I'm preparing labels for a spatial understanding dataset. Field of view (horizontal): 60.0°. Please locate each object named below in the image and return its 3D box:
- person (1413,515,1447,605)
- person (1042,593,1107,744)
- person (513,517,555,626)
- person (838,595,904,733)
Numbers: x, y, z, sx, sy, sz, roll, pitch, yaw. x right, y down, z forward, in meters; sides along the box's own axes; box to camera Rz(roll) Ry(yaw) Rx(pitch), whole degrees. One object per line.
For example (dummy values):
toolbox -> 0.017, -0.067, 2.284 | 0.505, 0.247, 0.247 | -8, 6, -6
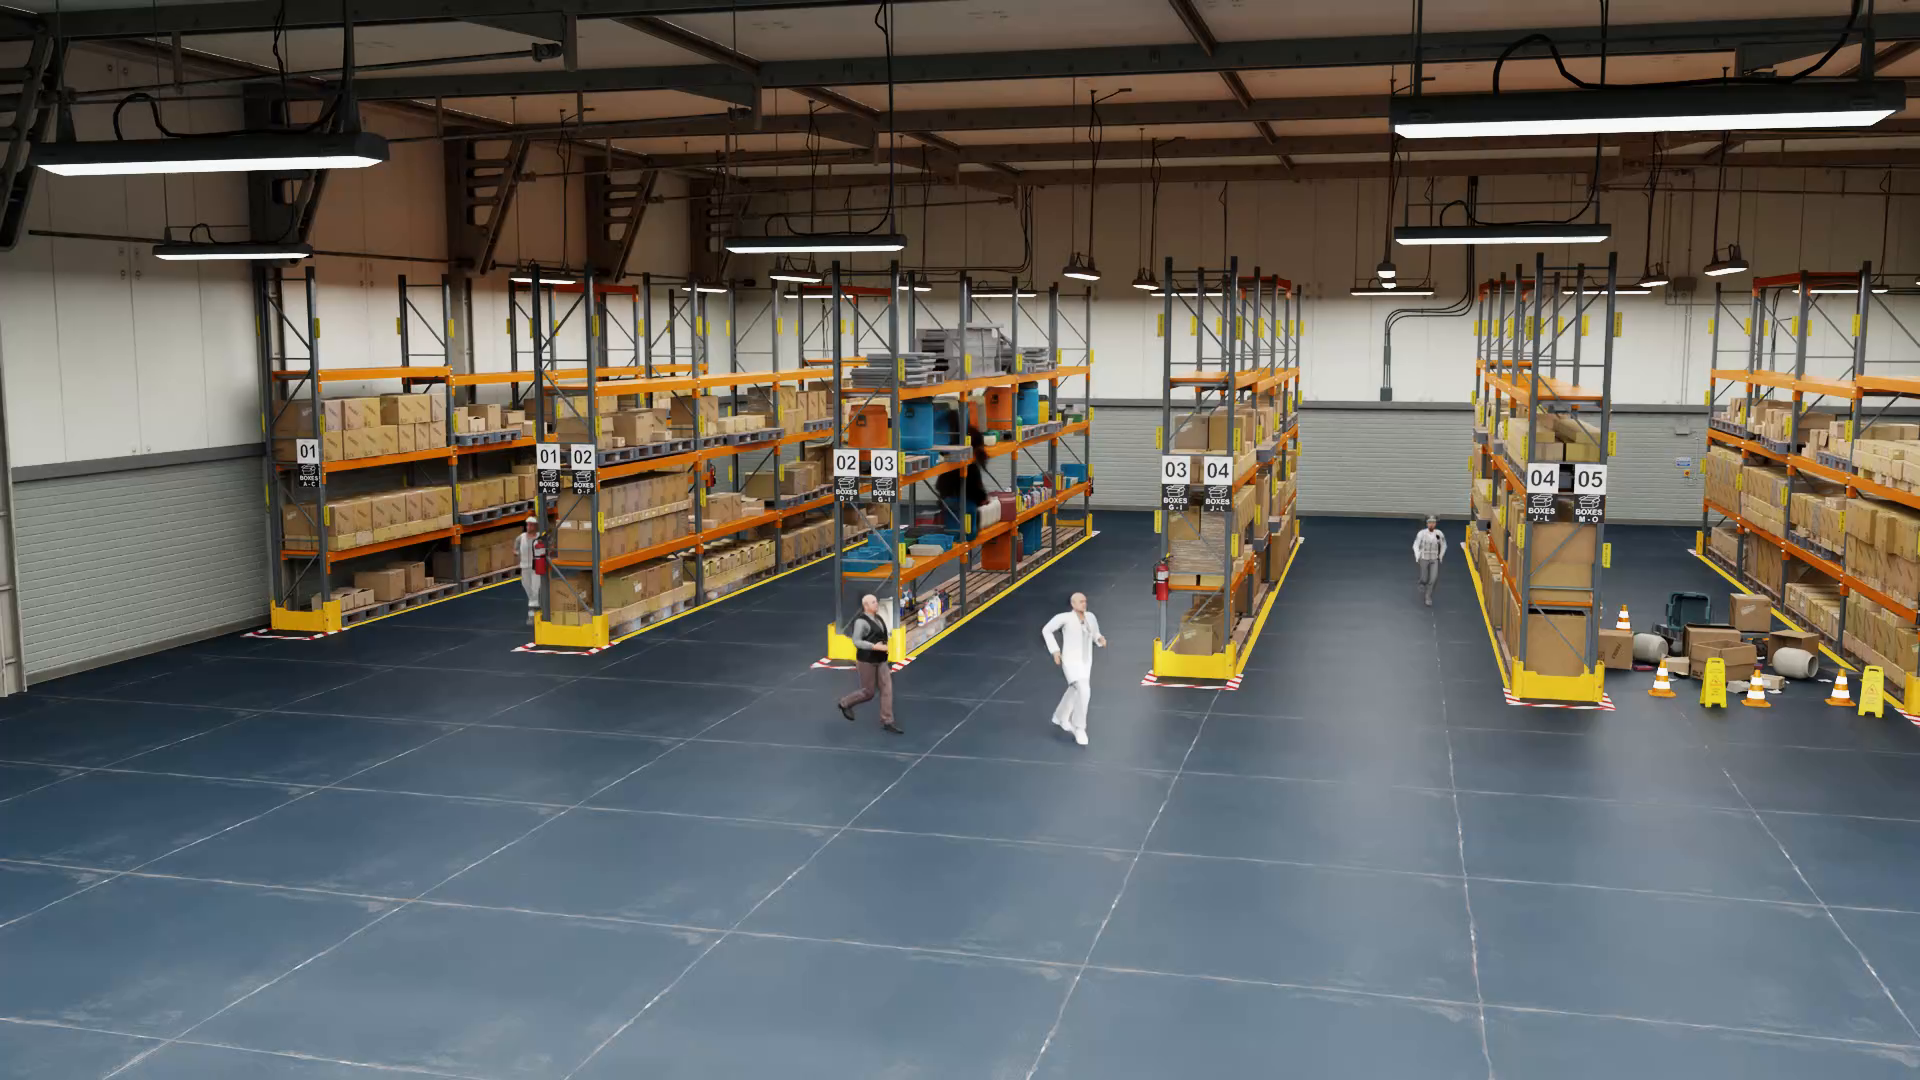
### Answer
person -> 8.594, 0.342, 30.427 | 0.603, 1.648, 0.593 | 1, 7, 9
person -> 1.432, 1.549, 20.396 | 0.685, 1.837, 0.859 | -7, 10, -42
person -> -7.280, 0.500, 28.277 | 0.652, 1.793, 0.914 | 1, 7, 5
person -> -1.105, 1.529, 20.700 | 0.936, 1.717, 0.661 | 5, 9, 33
